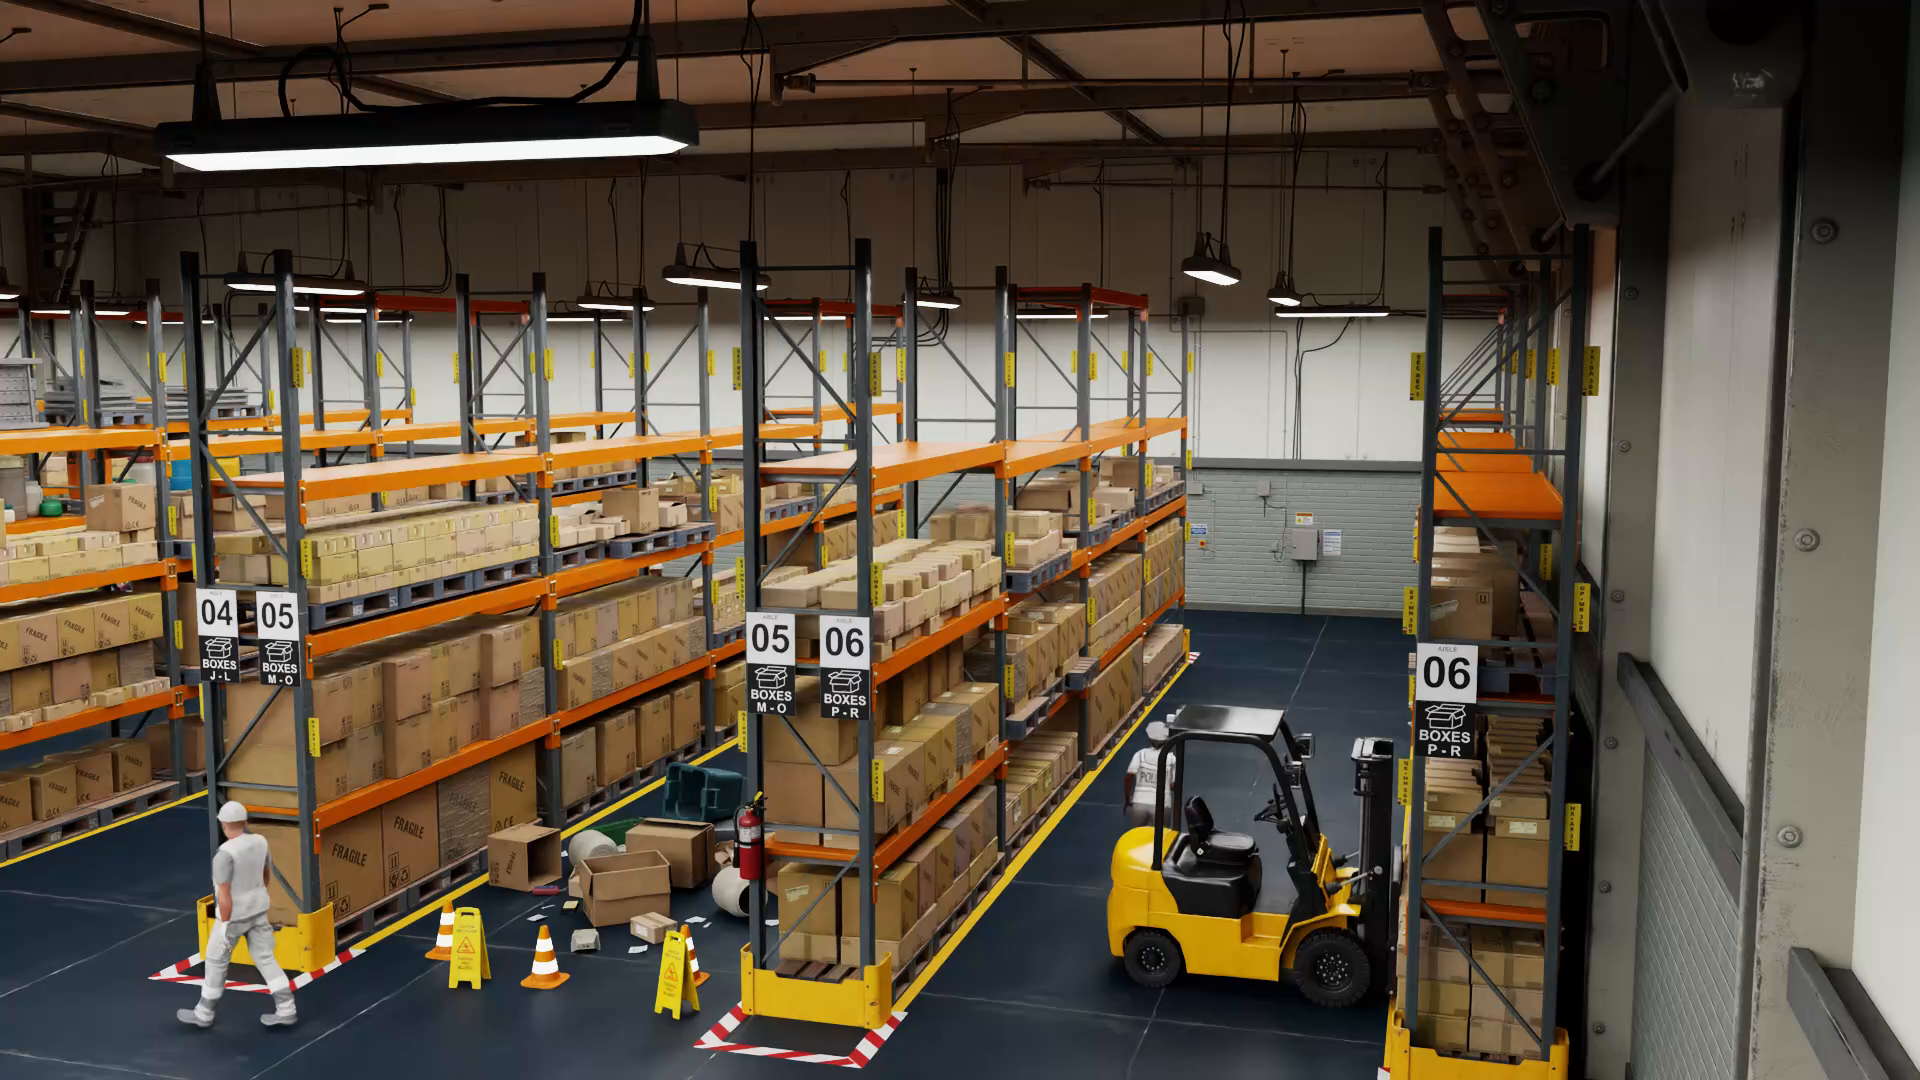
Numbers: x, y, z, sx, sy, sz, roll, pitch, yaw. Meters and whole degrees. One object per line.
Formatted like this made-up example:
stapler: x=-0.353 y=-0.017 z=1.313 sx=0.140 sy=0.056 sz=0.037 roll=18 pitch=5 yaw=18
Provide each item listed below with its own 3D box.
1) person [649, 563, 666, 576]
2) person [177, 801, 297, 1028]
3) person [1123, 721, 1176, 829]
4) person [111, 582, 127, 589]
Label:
person: x=-5.055 y=1.230 z=27.409 sx=0.497 sy=1.769 sz=0.607 roll=-4 pitch=8 yaw=-32
person: x=-5.560 y=2.874 z=12.783 sx=0.911 sy=1.753 sz=0.566 roll=3 pitch=7 yaw=24
person: x=1.868 y=2.570 z=16.199 sx=0.541 sy=1.602 sz=0.719 roll=2 pitch=7 yaw=18
person: x=-14.778 y=1.081 z=29.141 sx=0.488 sy=1.632 sz=0.818 roll=2 pitch=7 yaw=14
